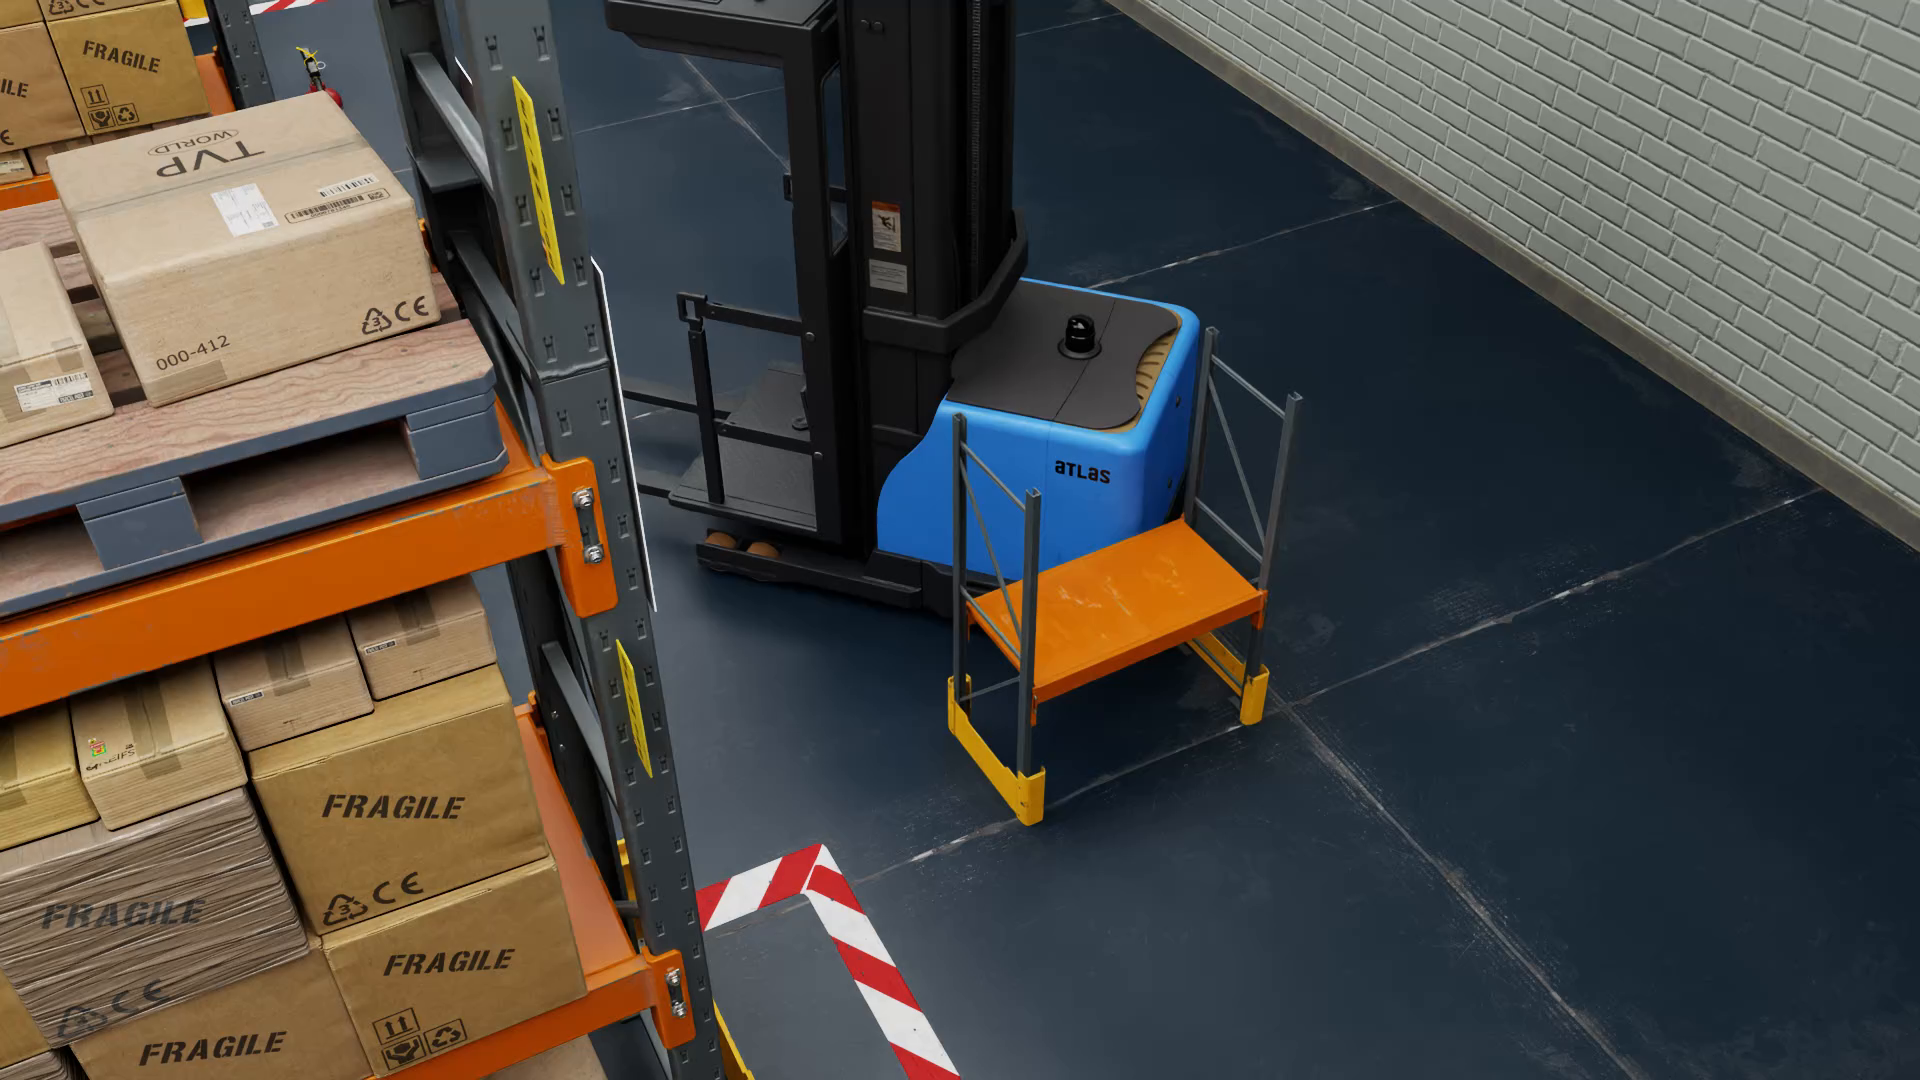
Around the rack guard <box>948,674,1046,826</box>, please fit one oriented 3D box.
[{"bbox_3d":[0.129,0.768,6.149,0.087,0.250,0.587,-20,44,-22],"label":"rack guard"}]

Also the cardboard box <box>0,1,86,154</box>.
[{"bbox_3d":[-4.027,-1.958,6.934,0.500,0.500,0.500,-19,44,-21],"label":"cardboard box"}]

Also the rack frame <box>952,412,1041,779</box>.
[{"bbox_3d":[0.112,0.297,5.738,0.032,1.500,0.500,-20,44,-22],"label":"rack frame"}]

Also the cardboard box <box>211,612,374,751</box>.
[{"bbox_3d":[-1.351,0.211,3.325,0.250,0.149,0.380,-18,43,-20],"label":"cardboard box"}]

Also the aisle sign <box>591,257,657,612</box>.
[{"bbox_3d":[-0.705,-0.269,3.234,0.004,0.787,0.394,-19,44,-21],"label":"aisle sign"}]

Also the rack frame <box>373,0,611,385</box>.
[{"bbox_3d":[-0.912,-1.722,2.320,0.127,3.000,1.000,-19,44,-21],"label":"rack frame"}]

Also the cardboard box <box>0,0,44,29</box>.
[{"bbox_3d":[-4.028,-2.342,6.614,0.500,0.500,0.500,-20,44,-22],"label":"cardboard box"}]

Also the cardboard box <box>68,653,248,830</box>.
[{"bbox_3d":[-1.541,0.337,3.177,0.250,0.149,0.380,-19,44,-21],"label":"cardboard box"}]

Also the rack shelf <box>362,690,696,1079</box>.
[{"bbox_3d":[-2.685,1.439,3.785,4.000,0.370,1.077,-19,44,-21],"label":"rack shelf"}]

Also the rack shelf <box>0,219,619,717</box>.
[{"bbox_3d":[-2.685,0.294,2.816,4.000,0.370,1.077,-19,44,-21],"label":"rack shelf"}]

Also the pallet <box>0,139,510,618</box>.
[{"bbox_3d":[-1.565,-0.316,3.049,1.213,0.211,1.003,-19,44,-21],"label":"pallet"}]

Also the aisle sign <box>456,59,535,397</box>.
[{"bbox_3d":[-0.982,-0.613,3.640,0.004,0.787,0.394,-19,44,-21],"label":"aisle sign"}]

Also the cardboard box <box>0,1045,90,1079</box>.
[{"bbox_3d":[-2.121,1.125,3.522,0.500,0.500,0.500,-17,43,-19],"label":"cardboard box"}]

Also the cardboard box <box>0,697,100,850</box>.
[{"bbox_3d":[-1.784,0.388,3.116,0.250,0.149,0.380,-18,43,-20],"label":"cardboard box"}]

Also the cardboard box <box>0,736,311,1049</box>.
[{"bbox_3d":[-1.679,0.601,3.367,0.500,0.500,0.500,-18,44,-20],"label":"cardboard box"}]

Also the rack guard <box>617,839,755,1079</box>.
[{"bbox_3d":[-0.890,1.514,5.074,0.348,0.500,1.175,-19,44,-21],"label":"rack guard"}]

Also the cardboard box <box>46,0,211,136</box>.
[{"bbox_3d":[-3.567,-2.109,7.112,0.500,0.500,0.500,-18,43,-20],"label":"cardboard box"}]

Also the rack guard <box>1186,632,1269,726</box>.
[{"bbox_3d":[0.993,0.447,6.528,0.087,0.250,0.587,-20,44,-22],"label":"rack guard"}]

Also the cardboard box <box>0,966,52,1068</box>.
[{"bbox_3d":[-2.119,0.746,3.195,0.500,0.500,0.500,-19,44,-21],"label":"cardboard box"}]

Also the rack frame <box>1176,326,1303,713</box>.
[{"bbox_3d":[0.994,-0.030,6.125,0.032,1.500,0.500,-20,44,-22],"label":"rack frame"}]

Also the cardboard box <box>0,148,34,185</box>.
[{"bbox_3d":[-4.115,-1.658,7.082,0.250,0.149,0.380,-17,43,-20],"label":"cardboard box"}]

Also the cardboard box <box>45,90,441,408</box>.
[{"bbox_3d":[-1.269,-0.533,2.950,0.500,0.250,0.500,-23,45,-24],"label":"cardboard box"}]

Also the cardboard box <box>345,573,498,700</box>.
[{"bbox_3d":[-1.137,0.122,3.431,0.250,0.149,0.380,-18,43,-20],"label":"cardboard box"}]

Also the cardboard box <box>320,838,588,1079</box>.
[{"bbox_3d":[-1.217,0.825,3.877,0.500,0.500,0.500,-18,44,-20],"label":"cardboard box"}]

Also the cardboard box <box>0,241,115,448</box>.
[{"bbox_3d":[-1.604,-0.323,2.781,0.250,0.149,0.380,-22,45,-24],"label":"cardboard box"}]

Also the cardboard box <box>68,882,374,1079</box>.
[{"bbox_3d":[-1.669,0.966,3.710,0.500,0.500,0.500,-20,44,-22],"label":"cardboard box"}]

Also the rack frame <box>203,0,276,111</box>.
[{"bbox_3d":[-3.288,-2.239,7.573,0.127,3.000,1.000,-19,44,-21],"label":"rack frame"}]

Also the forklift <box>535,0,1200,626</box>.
[{"bbox_3d":[-0.593,-1.252,6.460,3.031,2.935,1.130,13,42,14],"label":"forklift"}]

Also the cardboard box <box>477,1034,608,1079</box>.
[{"bbox_3d":[-1.451,1.639,4.650,0.875,0.438,0.875,-20,44,-22],"label":"cardboard box"}]

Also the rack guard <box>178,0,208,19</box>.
[{"bbox_3d":[-5.468,-4.164,11.783,0.348,0.500,1.175,-19,44,-21],"label":"rack guard"}]

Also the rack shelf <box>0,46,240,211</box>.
[{"bbox_3d":[-5.062,-1.368,7.101,4.000,0.370,1.077,-19,44,-21],"label":"rack shelf"}]

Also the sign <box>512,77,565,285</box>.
[{"bbox_3d":[-0.673,-0.570,2.656,0.005,0.325,0.100,-19,44,-21],"label":"sign"}]

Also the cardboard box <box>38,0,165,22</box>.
[{"bbox_3d":[-3.579,-2.493,6.792,0.500,0.500,0.500,-19,44,-22],"label":"cardboard box"}]

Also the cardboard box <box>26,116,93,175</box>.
[{"bbox_3d":[-3.900,-1.748,7.187,0.250,0.149,0.380,-19,44,-21],"label":"cardboard box"}]

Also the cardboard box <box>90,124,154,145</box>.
[{"bbox_3d":[-3.684,-1.831,7.286,0.250,0.149,0.380,-19,44,-21],"label":"cardboard box"}]

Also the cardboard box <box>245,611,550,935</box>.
[{"bbox_3d":[-1.229,0.428,3.572,0.500,0.500,0.500,-17,43,-19],"label":"cardboard box"}]

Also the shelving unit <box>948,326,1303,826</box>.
[{"bbox_3d":[0.561,0.131,5.935,1.083,1.500,0.587,-20,44,-22],"label":"shelving unit"}]

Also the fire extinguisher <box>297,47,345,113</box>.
[{"bbox_3d":[-2.851,-1.878,7.495,0.183,0.674,0.296,-19,44,-21],"label":"fire extinguisher"}]

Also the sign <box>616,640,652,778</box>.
[{"bbox_3d":[-0.673,0.350,3.435,0.005,0.325,0.100,-19,44,-21],"label":"sign"}]

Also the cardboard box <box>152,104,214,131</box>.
[{"bbox_3d":[-3.446,-1.884,7.348,0.250,0.149,0.380,-19,44,-21],"label":"cardboard box"}]

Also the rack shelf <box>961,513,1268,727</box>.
[{"bbox_3d":[0.553,0.271,6.047,1.000,0.185,0.538,-20,44,-22],"label":"rack shelf"}]

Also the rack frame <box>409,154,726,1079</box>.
[{"bbox_3d":[-0.912,0.567,4.258,0.127,3.000,1.000,-19,44,-21],"label":"rack frame"}]
